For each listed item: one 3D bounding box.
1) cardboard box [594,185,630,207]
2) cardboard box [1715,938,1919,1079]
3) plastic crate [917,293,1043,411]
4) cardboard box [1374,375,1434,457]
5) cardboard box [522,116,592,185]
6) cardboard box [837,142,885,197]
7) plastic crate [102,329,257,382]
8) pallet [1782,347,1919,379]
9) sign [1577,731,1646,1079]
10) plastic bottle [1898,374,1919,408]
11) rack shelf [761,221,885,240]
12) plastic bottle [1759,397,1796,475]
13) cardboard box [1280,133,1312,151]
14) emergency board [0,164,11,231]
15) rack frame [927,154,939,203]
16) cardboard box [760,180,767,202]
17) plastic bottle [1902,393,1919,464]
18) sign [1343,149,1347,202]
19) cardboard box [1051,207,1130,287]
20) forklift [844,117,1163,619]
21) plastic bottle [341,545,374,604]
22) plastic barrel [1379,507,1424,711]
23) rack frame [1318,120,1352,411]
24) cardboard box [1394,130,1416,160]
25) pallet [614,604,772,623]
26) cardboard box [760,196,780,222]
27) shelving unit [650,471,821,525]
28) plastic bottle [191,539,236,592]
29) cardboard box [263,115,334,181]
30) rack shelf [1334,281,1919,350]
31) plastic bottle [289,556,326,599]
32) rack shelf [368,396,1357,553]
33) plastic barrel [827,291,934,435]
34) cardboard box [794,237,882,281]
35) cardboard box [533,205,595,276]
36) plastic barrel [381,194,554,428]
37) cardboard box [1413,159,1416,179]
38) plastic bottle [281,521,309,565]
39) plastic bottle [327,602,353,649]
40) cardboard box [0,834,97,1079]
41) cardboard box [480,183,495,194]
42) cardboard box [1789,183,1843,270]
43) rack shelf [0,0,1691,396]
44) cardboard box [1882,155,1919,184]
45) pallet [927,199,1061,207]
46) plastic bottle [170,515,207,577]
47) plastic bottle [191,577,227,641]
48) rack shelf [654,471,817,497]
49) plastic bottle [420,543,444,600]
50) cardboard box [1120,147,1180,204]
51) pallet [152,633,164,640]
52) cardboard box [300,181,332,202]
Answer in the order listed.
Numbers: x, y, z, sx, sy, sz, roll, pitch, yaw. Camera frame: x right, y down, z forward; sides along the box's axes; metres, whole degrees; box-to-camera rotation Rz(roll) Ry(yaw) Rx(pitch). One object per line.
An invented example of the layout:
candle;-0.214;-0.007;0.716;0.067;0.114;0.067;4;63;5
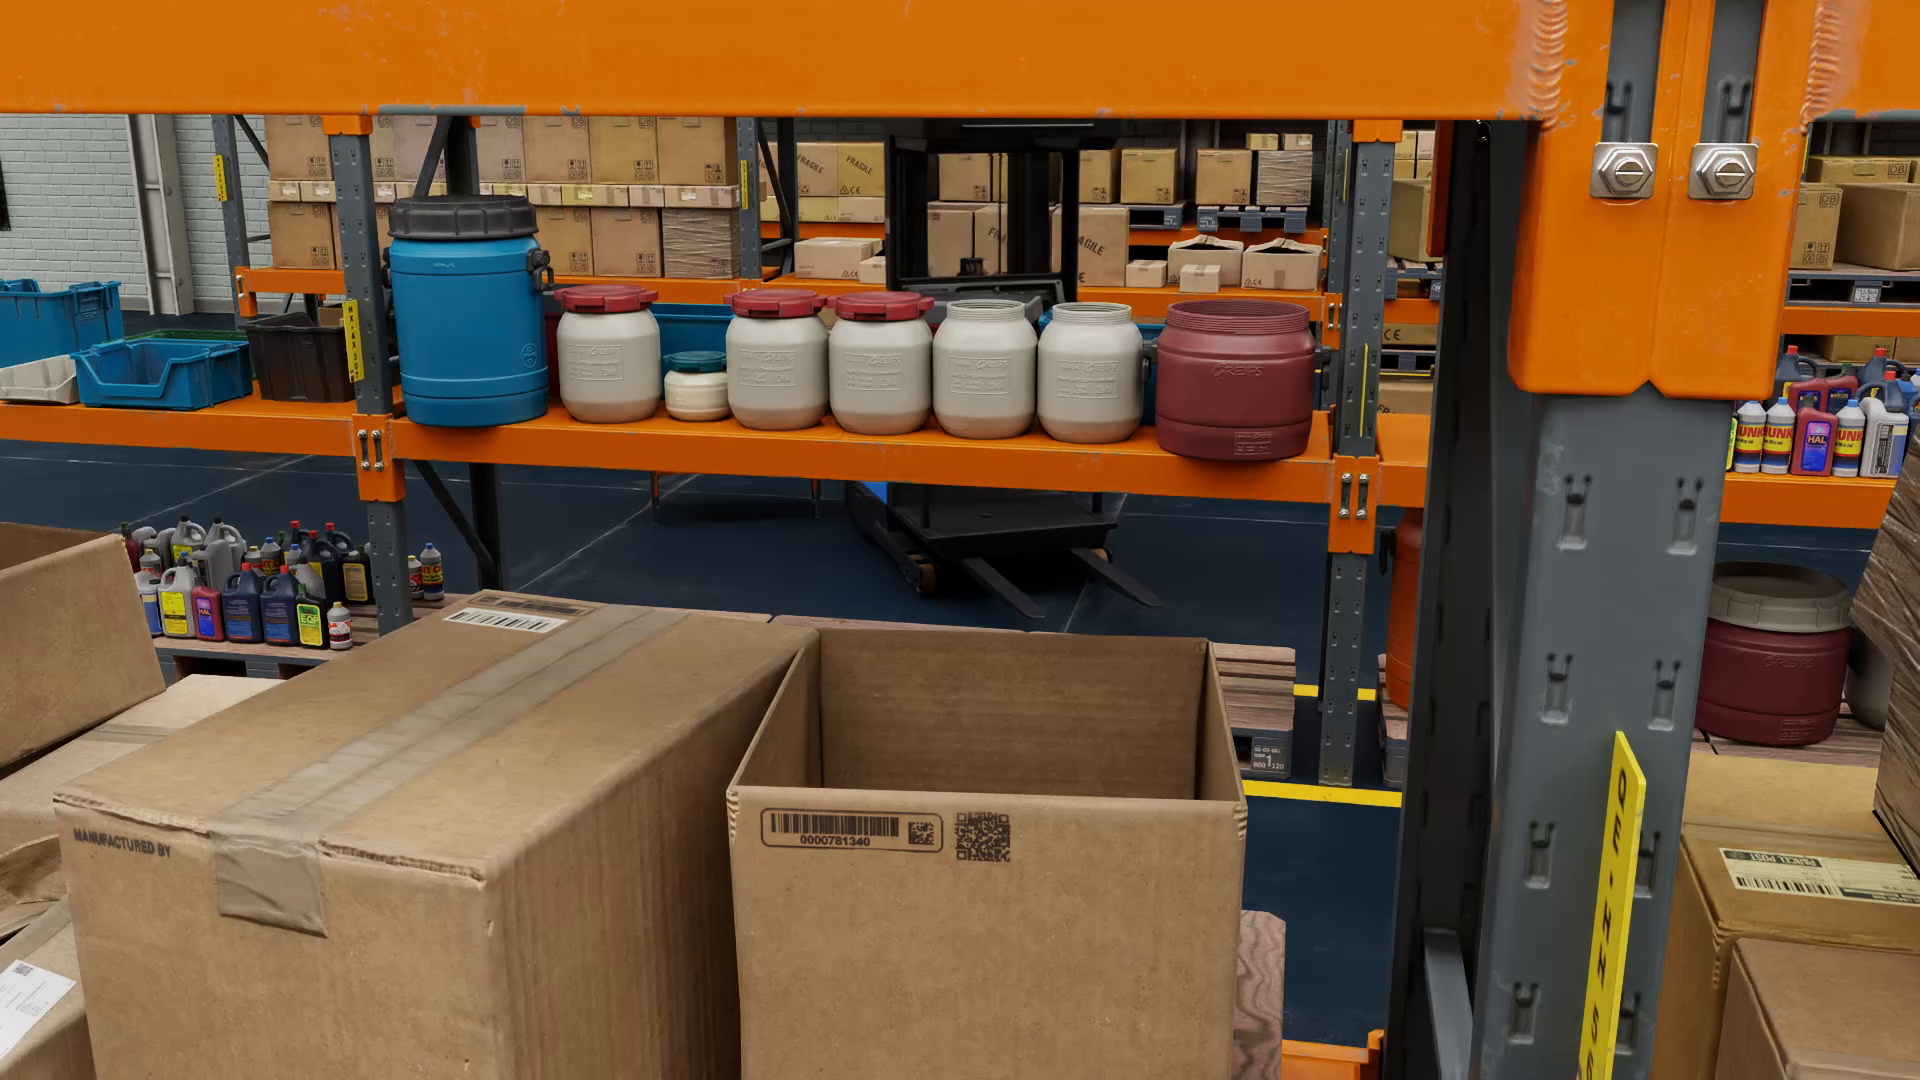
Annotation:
cardboard box;-2.429;-2.477;11.912;0.250;0.149;0.380;3;16;11
cardboard box;1.001;0.736;1.529;0.500;0.500;0.500;4;16;13
plastic crate;0.043;-0.805;7.161;0.583;0.464;0.402;3;16;11
cardboard box;2.945;-0.813;11.165;0.500;0.500;0.500;4;16;13
cardboard box;-2.786;-2.866;12.101;0.500;0.500;0.700;3;16;11
cardboard box;-0.905;-3.656;16.410;0.500;0.500;0.500;3;16;11
plastic crate;-3.628;-0.865;7.894;0.662;0.188;0.450;3;16;11
pallet;8.189;-1.583;15.310;1.213;0.211;1.003;3;16;11
sign;0.480;0.310;1.234;0.005;0.325;0.100;3;16;11
plastic bottle;3.645;-0.506;6.439;0.097;0.271;0.097;0;15;0
rack shelf;-2.340;-3.173;17.174;4.000;0.370;1.077;3;16;11
plastic bottle;2.939;-0.376;5.973;0.097;0.271;0.097;0;15;0
cardboard box;3.196;-3.784;15.805;0.250;0.149;0.380;1;16;4
emergency board;-11.735;-4.275;19.808;0.643;1.169;0.194;3;16;11
rack frame;-0.380;-3.413;16.694;0.127;3.000;1.000;3;16;11
cardboard box;-1.588;-2.543;12.150;0.250;0.149;0.380;3;16;11
plastic bottle;3.440;-0.394;5.887;0.185;0.351;0.144;3;16;11
sign;2.449;-2.317;10.568;0.005;0.325;0.100;3;16;11
cardboard box;0.909;-2.037;11.541;0.500;0.500;0.500;2;16;8
forklift;0.204;-1.241;8.982;1.130;2.935;3.031;-5;16;-17
plastic bottle;-2.922;0.162;8.053;0.133;0.283;0.061;3;16;11
plastic barrel;2.048;0.256;6.726;0.708;0.830;0.600;3;16;11
rack frame;2.556;-1.904;11.247;0.127;3.000;1.000;3;16;11
cardboard box;3.961;-3.670;15.434;0.500;0.250;0.500;3;16;12
pallet;-1.577;0.554;7.596;1.213;0.211;1.003;3;16;11
cardboard box;-1.887;-3.348;16.702;0.500;0.250;0.500;3;16;11
shelving unit;-1.428;-0.720;10.484;1.048;1.125;0.538;-2;16;-8
plastic bottle;-3.669;0.135;8.163;0.135;0.276;0.152;3;16;11
cardboard box;-4.777;-2.972;12.485;0.500;0.500;0.700;3;16;11
rack shelf;4.516;-1.451;10.959;4.000;0.370;1.077;3;16;11
plastic bottle;-3.014;0.247;7.621;0.185;0.351;0.144;3;16;11
rack shelf;-0.394;-0.368;7.050;4.000;0.370;1.077;3;16;11
plastic barrel;-0.317;-0.717;6.705;0.433;0.535;0.433;0;15;0
cardboard box;-0.872;-2.030;11.982;0.500;0.250;0.500;4;16;15
cardboard box;-2.809;-2.241;12.276;0.500;0.500;0.700;3;16;12
plastic barrel;-2.036;-0.963;6.911;0.708;0.901;0.600;3;16;11
cardboard box;4.547;-3.415;15.920;0.500;0.500;0.500;3;16;10
plastic bottle;-3.248;0.082;8.216;0.185;0.351;0.144;2;16;9
plastic bottle;-2.772;0.377;7.428;0.097;0.201;0.097;0;15;0
cardboard box;-1.109;0.531;1.920;0.258;0.266;0.396;3;16;10
cardboard box;-3.436;-2.531;12.109;0.250;0.149;0.380;3;16;12
cardboard box;5.370;-2.046;10.784;0.500;0.500;0.700;6;16;20
rack shelf;-1.381;-0.518;1.972;4.000;0.370;1.077;3;16;11
cardboard box;8.702;-3.059;14.853;0.700;0.700;0.980;3;16;10
pallet;0.340;-3.242;16.436;1.213;0.211;1.003;3;16;11
plastic bottle;-3.846;0.049;8.334;0.185;0.351;0.144;4;16;13
plastic bottle;-3.399;0.309;7.522;0.133;0.283;0.061;4;16;15
rack shelf;-1.428;-0.484;10.549;1.000;0.278;0.538;-2;16;-8
plastic bottle;-2.579;0.150;8.119;0.097;0.271;0.097;0;15;0
cardboard box;1.852;-3.543;16.153;0.500;0.500;0.700;3;16;11
pallet;-4.203;0.412;8.111;1.213;0.211;1.003;3;16;11
cardboard box;-4.682;-2.600;12.357;0.250;0.149;0.380;3;16;10
